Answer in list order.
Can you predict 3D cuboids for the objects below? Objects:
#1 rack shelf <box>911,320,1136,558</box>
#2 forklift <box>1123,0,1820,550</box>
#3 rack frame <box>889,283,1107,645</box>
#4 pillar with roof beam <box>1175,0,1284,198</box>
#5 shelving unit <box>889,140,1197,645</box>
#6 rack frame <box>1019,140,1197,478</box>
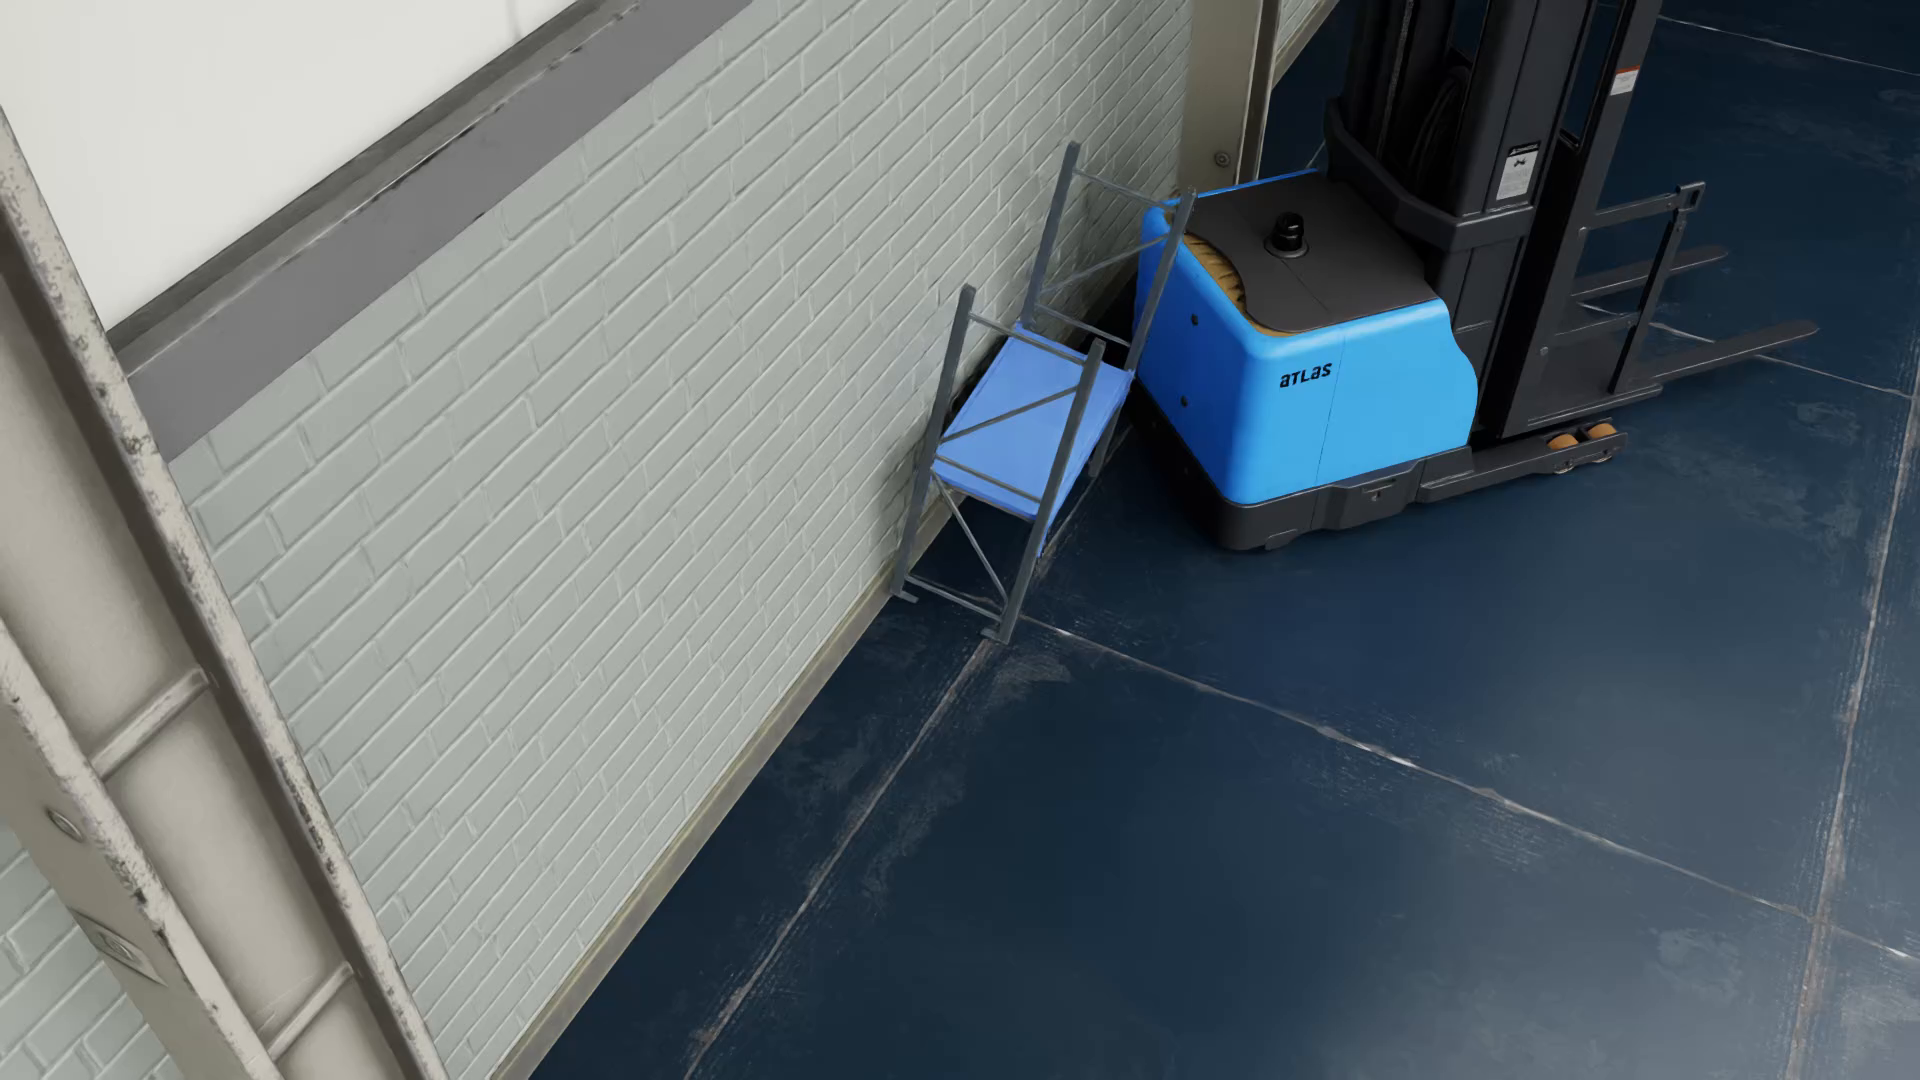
[{"bbox_3d":[0.258,-0.407,6.338,0.538,0.185,1.000,24,46,8],"label":"rack shelf"},{"bbox_3d":[2.277,-1.648,6.318,3.031,2.935,1.130,-15,47,-15],"label":"forklift"},{"bbox_3d":[0.097,-0.214,5.860,0.500,1.500,0.032,24,46,8],"label":"rack frame"},{"bbox_3d":[5.105,-3.463,3.846,9.100,9.000,0.400,20,49,19],"label":"pillar with roof beam"},{"bbox_3d":[0.291,-0.528,6.209,0.538,1.500,1.048,24,46,8],"label":"shelving unit"},{"bbox_3d":[0.485,-0.843,6.559,0.500,1.500,0.032,24,46,8],"label":"rack frame"}]
